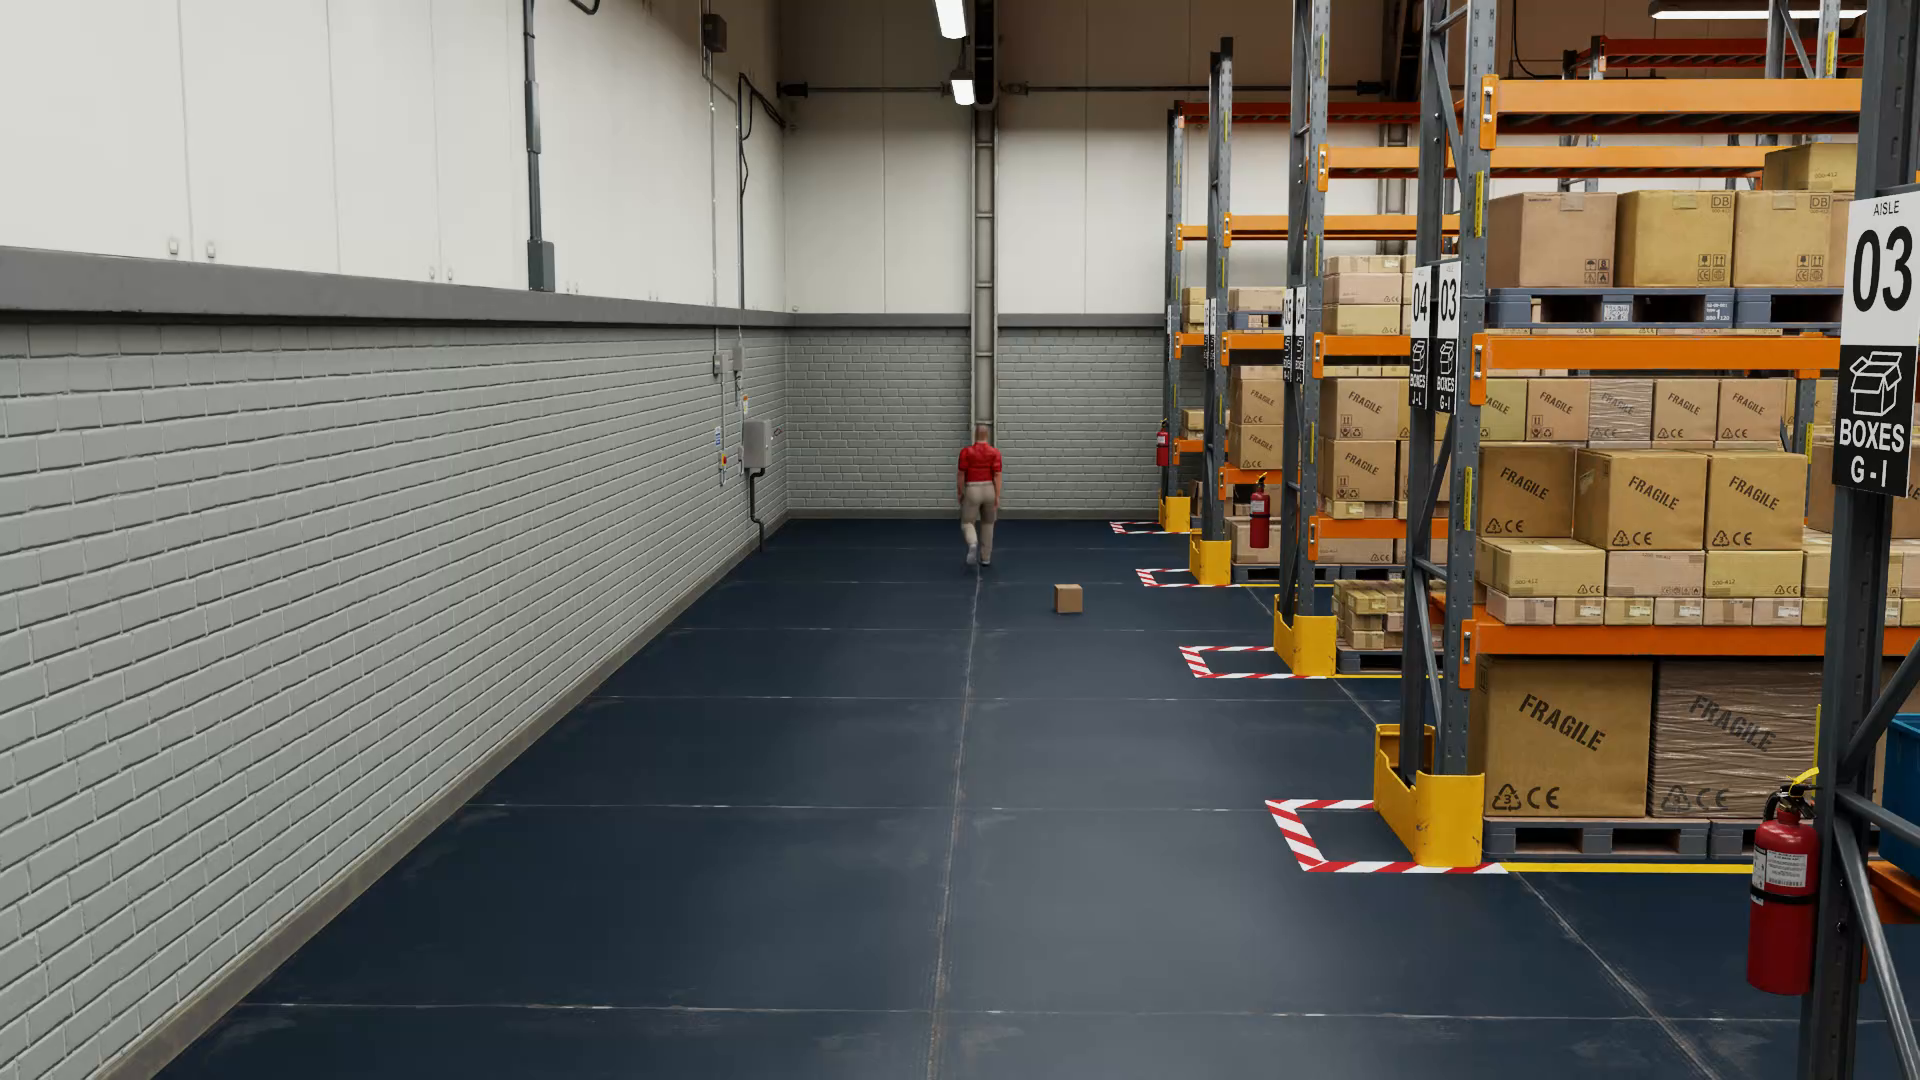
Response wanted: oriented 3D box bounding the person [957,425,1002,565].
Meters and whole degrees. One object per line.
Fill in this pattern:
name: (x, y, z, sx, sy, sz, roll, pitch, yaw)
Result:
person: (0.232, -0.533, 20.000, 0.533, 1.698, 0.800, -1, 7, -5)
